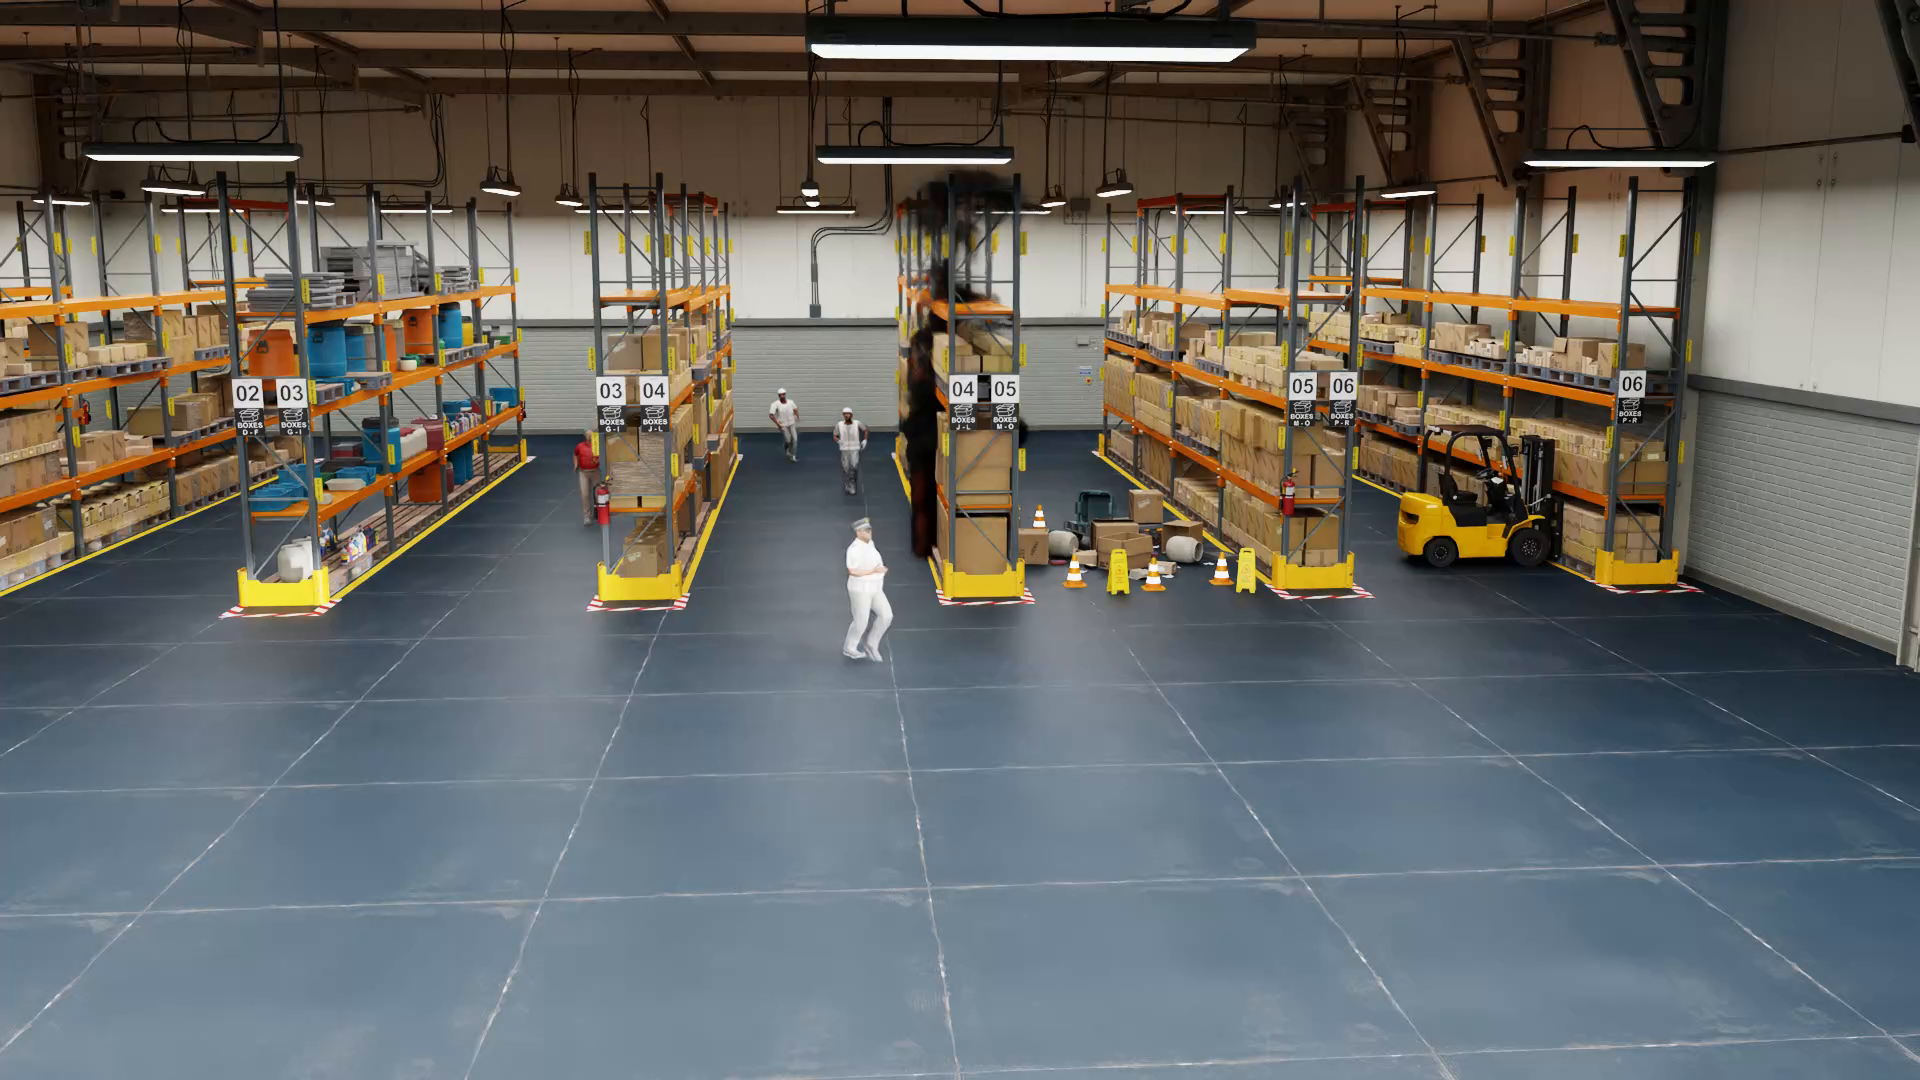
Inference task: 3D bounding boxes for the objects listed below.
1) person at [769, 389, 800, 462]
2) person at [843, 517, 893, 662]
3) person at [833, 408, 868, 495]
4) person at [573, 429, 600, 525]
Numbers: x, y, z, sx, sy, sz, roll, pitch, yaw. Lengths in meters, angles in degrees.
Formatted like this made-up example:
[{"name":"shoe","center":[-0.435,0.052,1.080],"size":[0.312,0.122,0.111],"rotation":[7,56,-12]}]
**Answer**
[{"name":"person","center":[-4.107,-2.706,39.167],"size":[0.721,1.734,0.553],"rotation":[-6,12,-31]},{"name":"person","center":[-1.107,0.627,20.141],"size":[0.696,1.827,0.641],"rotation":[6,12,32]},{"name":"person","center":[-2.246,-1.813,33.959],"size":[0.693,1.782,0.705],"rotation":[1,10,3]},{"name":"person","center":[-6.760,-1.184,30.432],"size":[0.660,1.699,0.944],"rotation":[-1,10,-4]}]
